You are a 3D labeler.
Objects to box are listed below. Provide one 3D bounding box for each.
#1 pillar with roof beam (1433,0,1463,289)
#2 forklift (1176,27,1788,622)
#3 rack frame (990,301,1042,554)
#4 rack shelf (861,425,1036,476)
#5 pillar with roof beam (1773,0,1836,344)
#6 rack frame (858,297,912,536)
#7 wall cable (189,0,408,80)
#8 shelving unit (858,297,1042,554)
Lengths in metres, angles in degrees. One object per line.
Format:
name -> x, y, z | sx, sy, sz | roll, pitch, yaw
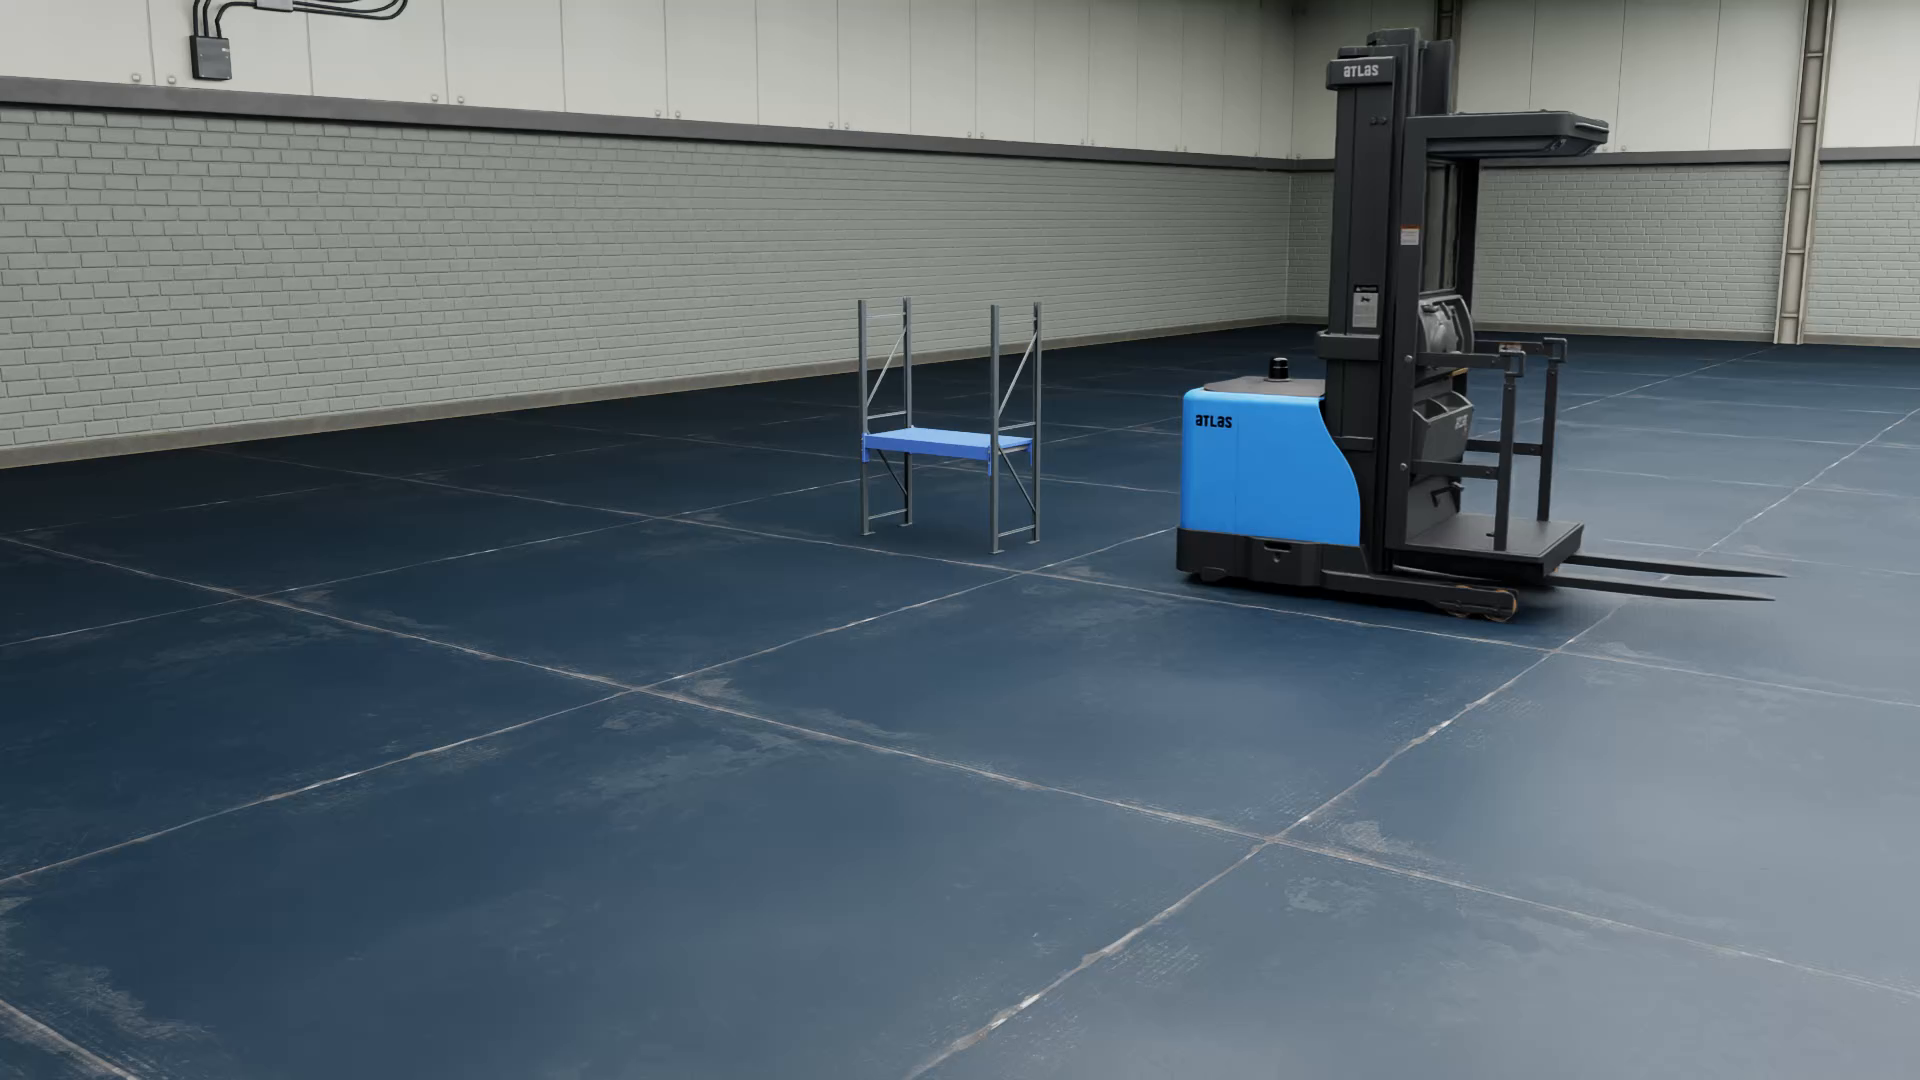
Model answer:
pillar with roof beam -> 6.124, -7.642, 26.341 | 0.400, 9.000, 9.100 | 8, 13, 36
forklift -> 2.742, -1.139, 8.701 | 3.031, 2.935, 1.130 | 6, 13, 30
rack frame -> 0.341, -0.689, 10.141 | 0.032, 1.500, 0.500 | 8, 13, 36
rack shelf -> -0.069, -0.569, 10.471 | 1.000, 0.185, 0.538 | 8, 13, 36
pillar with roof beam -> 10.960, -6.968, 22.854 | 0.400, 9.000, 9.100 | 8, 13, 36
rack frame -> -0.478, -0.803, 10.732 | 0.032, 1.500, 0.500 | 8, 13, 36
wall cable -> -5.933, -7.134, 14.759 | 0.169, 6.003, 2.305 | 8, 13, 36
shelving unit -> -0.069, -0.746, 10.437 | 1.048, 1.500, 0.538 | 8, 13, 36
